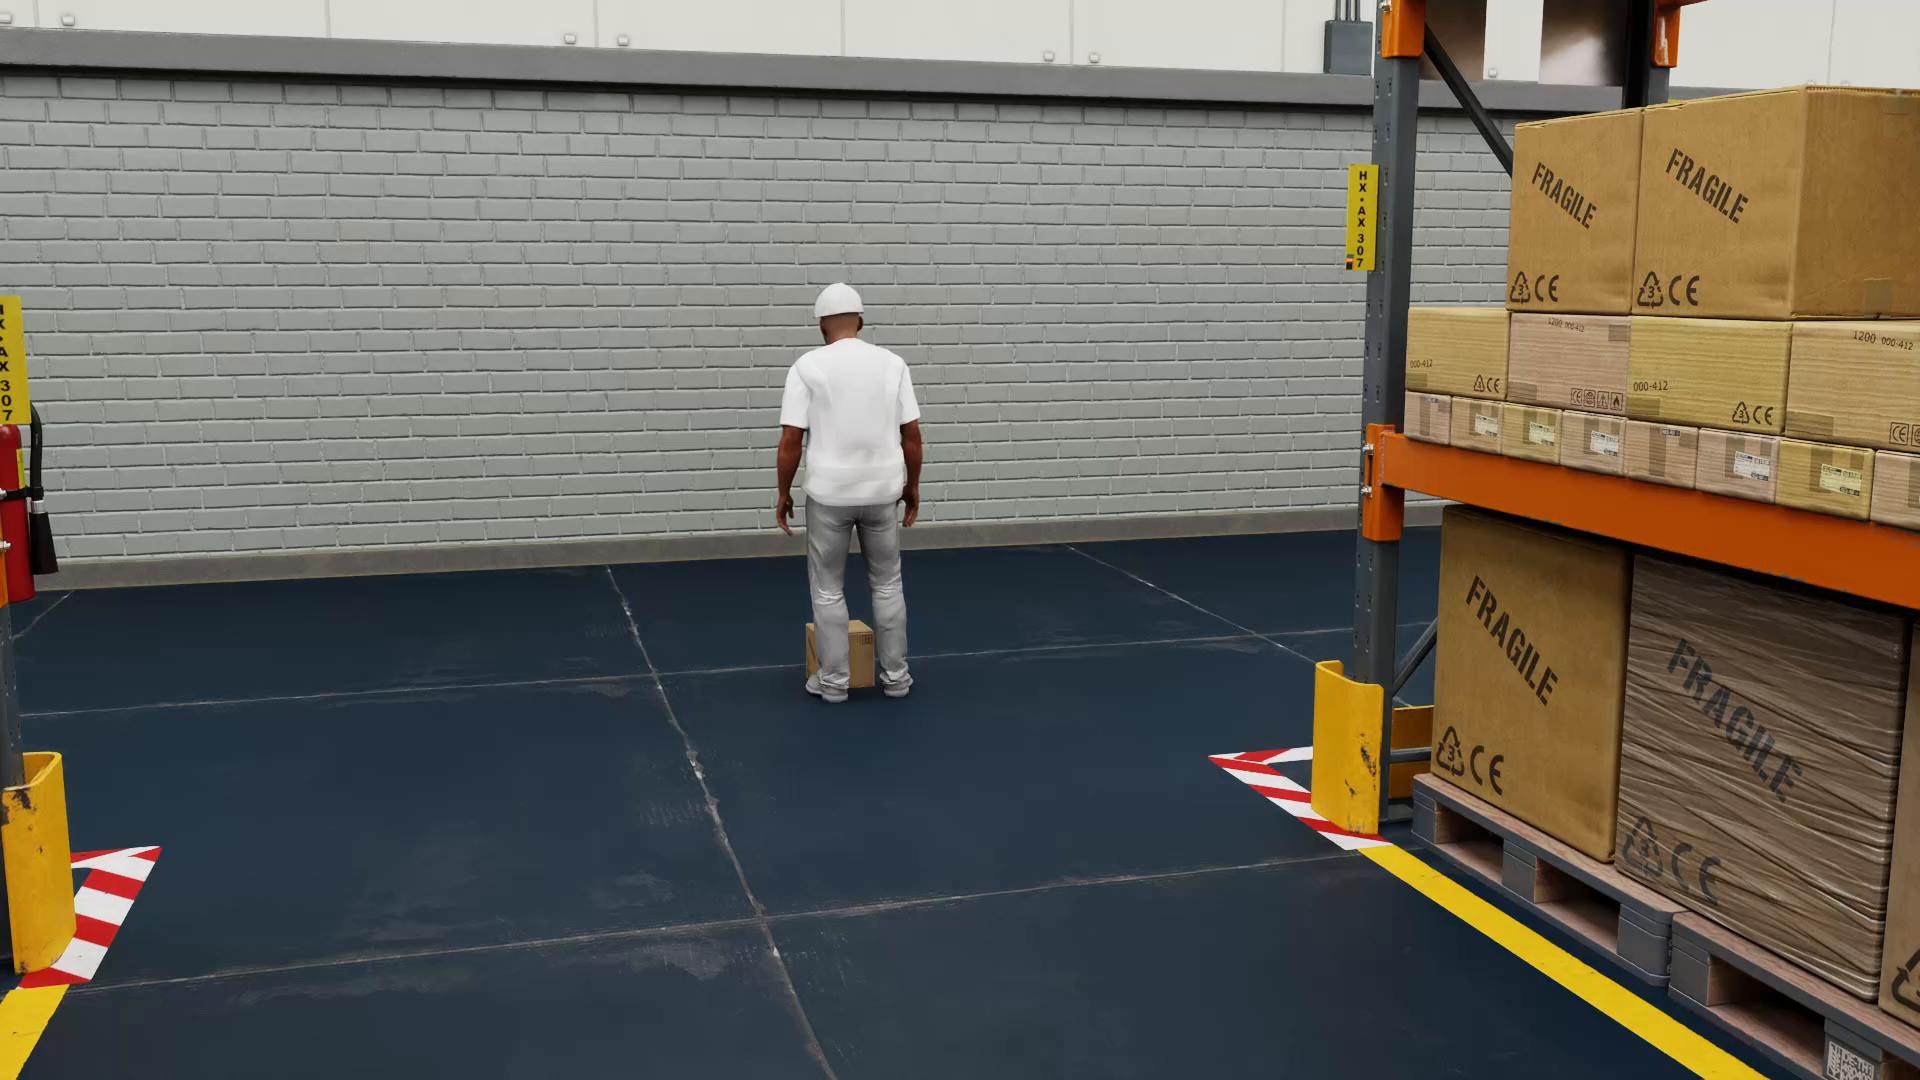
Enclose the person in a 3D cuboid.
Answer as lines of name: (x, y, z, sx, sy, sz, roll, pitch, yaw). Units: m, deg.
person: (-0.467, -0.201, 7.055, 0.637, 1.761, 0.456, -3, 10, -18)
